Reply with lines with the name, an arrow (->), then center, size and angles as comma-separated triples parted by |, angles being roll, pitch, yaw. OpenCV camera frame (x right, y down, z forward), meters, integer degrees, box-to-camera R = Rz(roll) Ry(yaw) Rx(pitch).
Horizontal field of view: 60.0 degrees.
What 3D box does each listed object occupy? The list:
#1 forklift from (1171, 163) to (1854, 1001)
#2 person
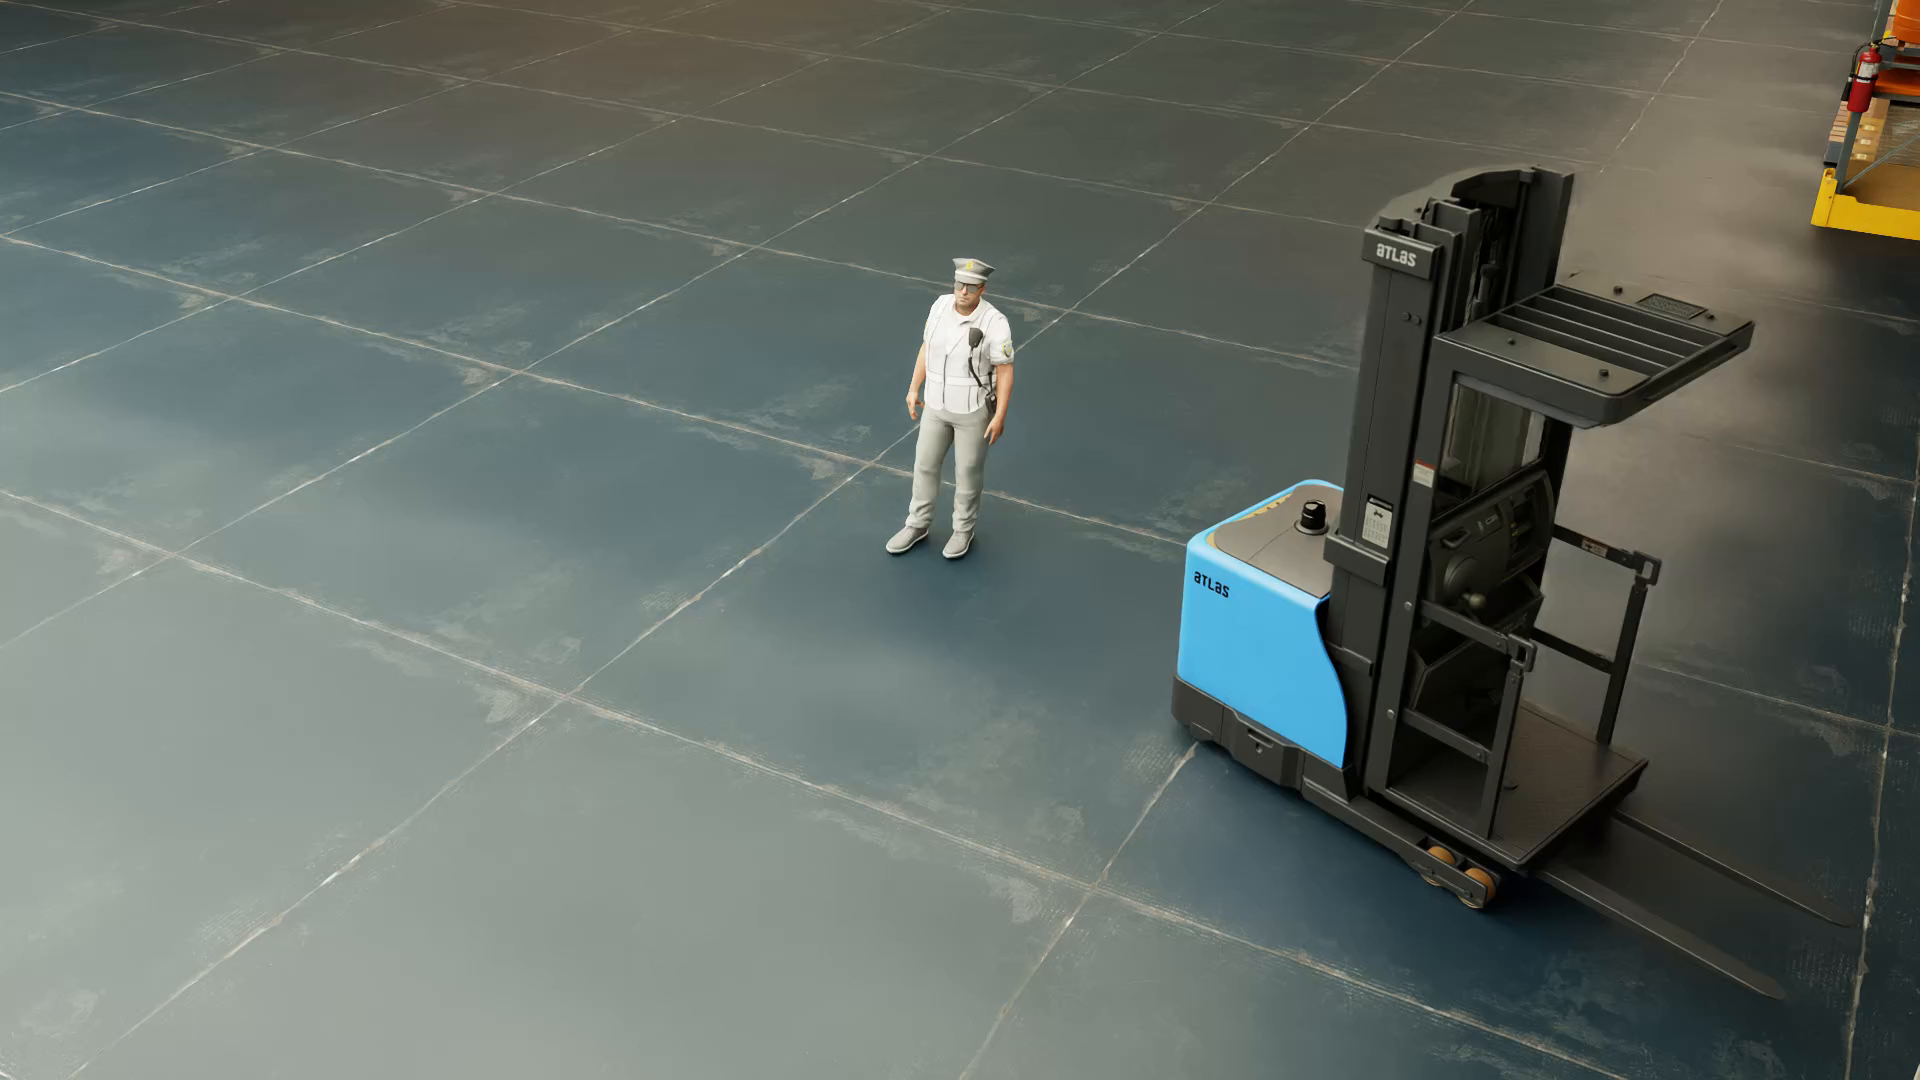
forklift -> 2.421, 0.040, 7.002 | 1.130, 2.935, 3.031 | -24, 38, -36
person -> -0.048, -0.746, 9.499 | 0.641, 1.779, 0.574 | 15, 33, 25
